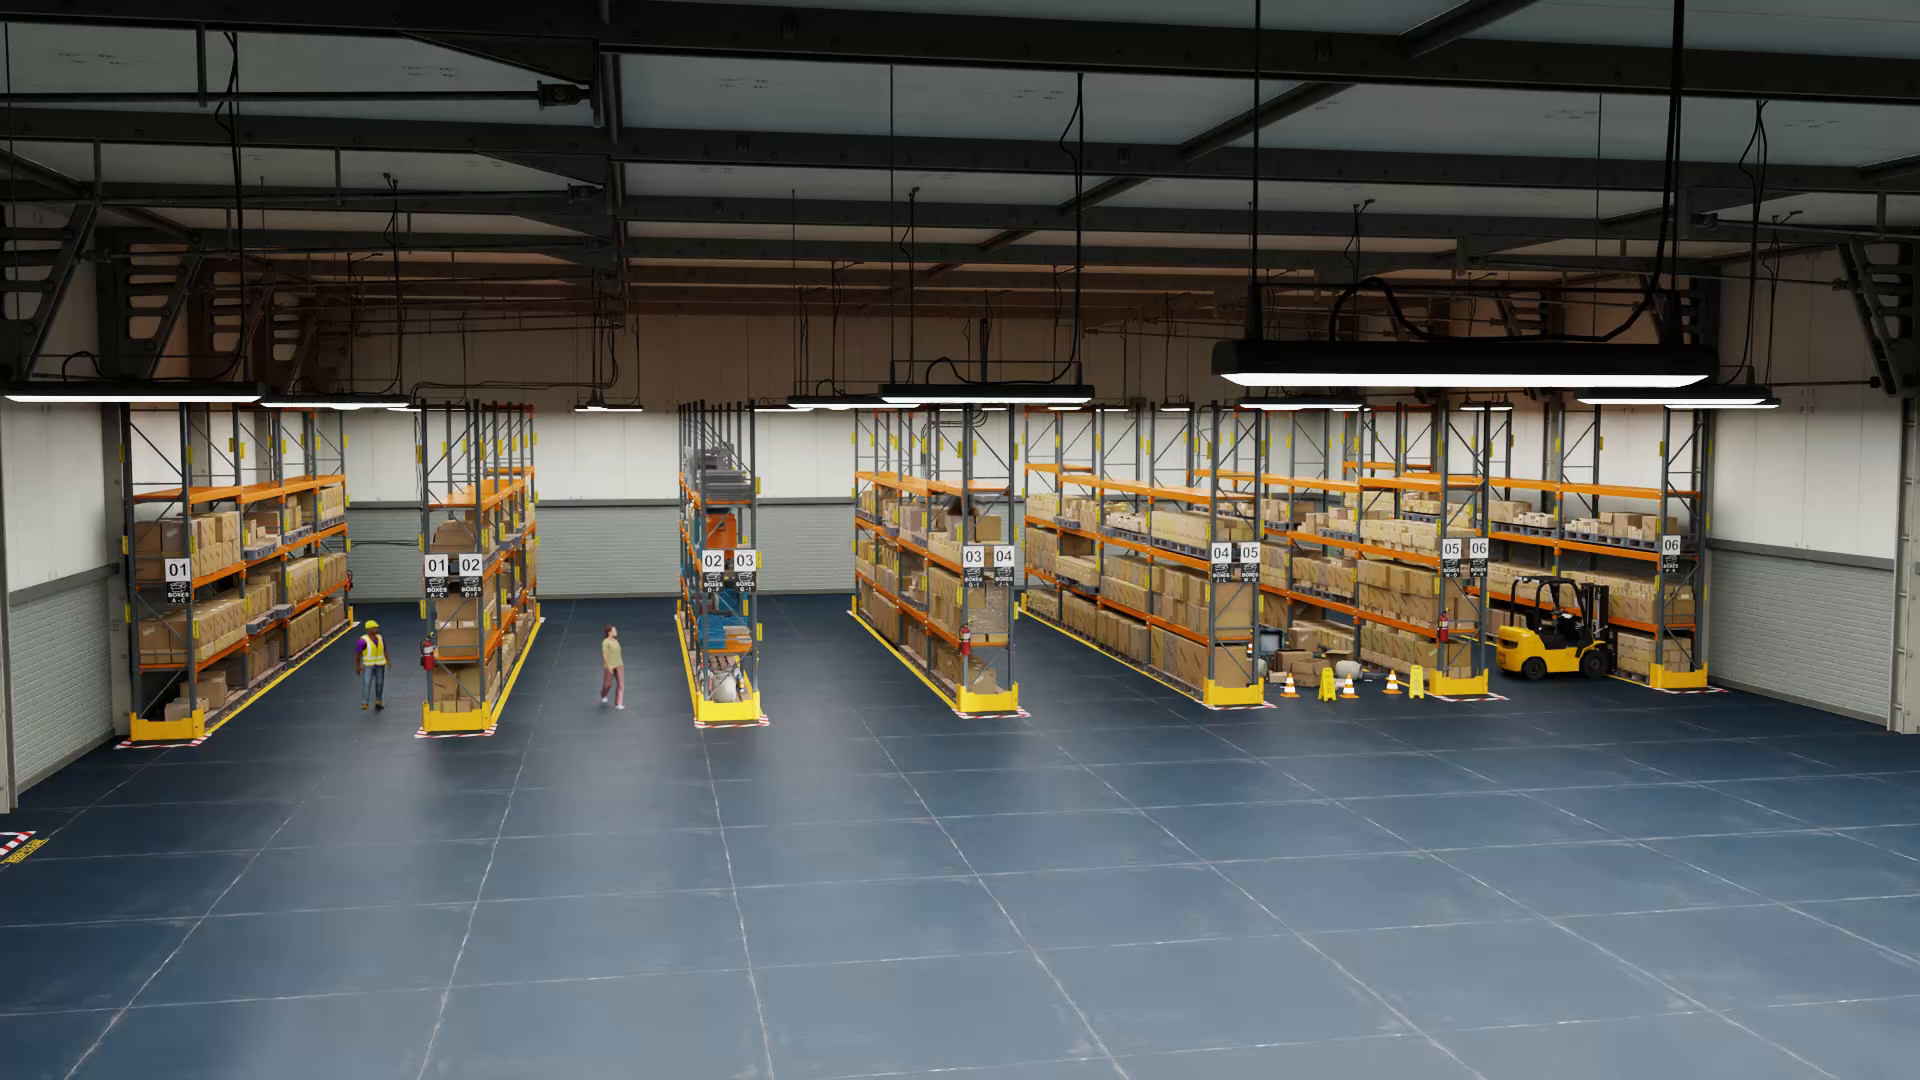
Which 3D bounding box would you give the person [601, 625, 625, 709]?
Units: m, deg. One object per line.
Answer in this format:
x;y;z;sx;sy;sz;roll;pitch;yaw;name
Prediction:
-6.792;2.458;32.411;0.432;1.621;0.914;-2;5;-27;person

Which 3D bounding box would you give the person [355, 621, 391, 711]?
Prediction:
-11.360;2.412;32.199;0.643;1.698;1.056;-2;5;-23;person
